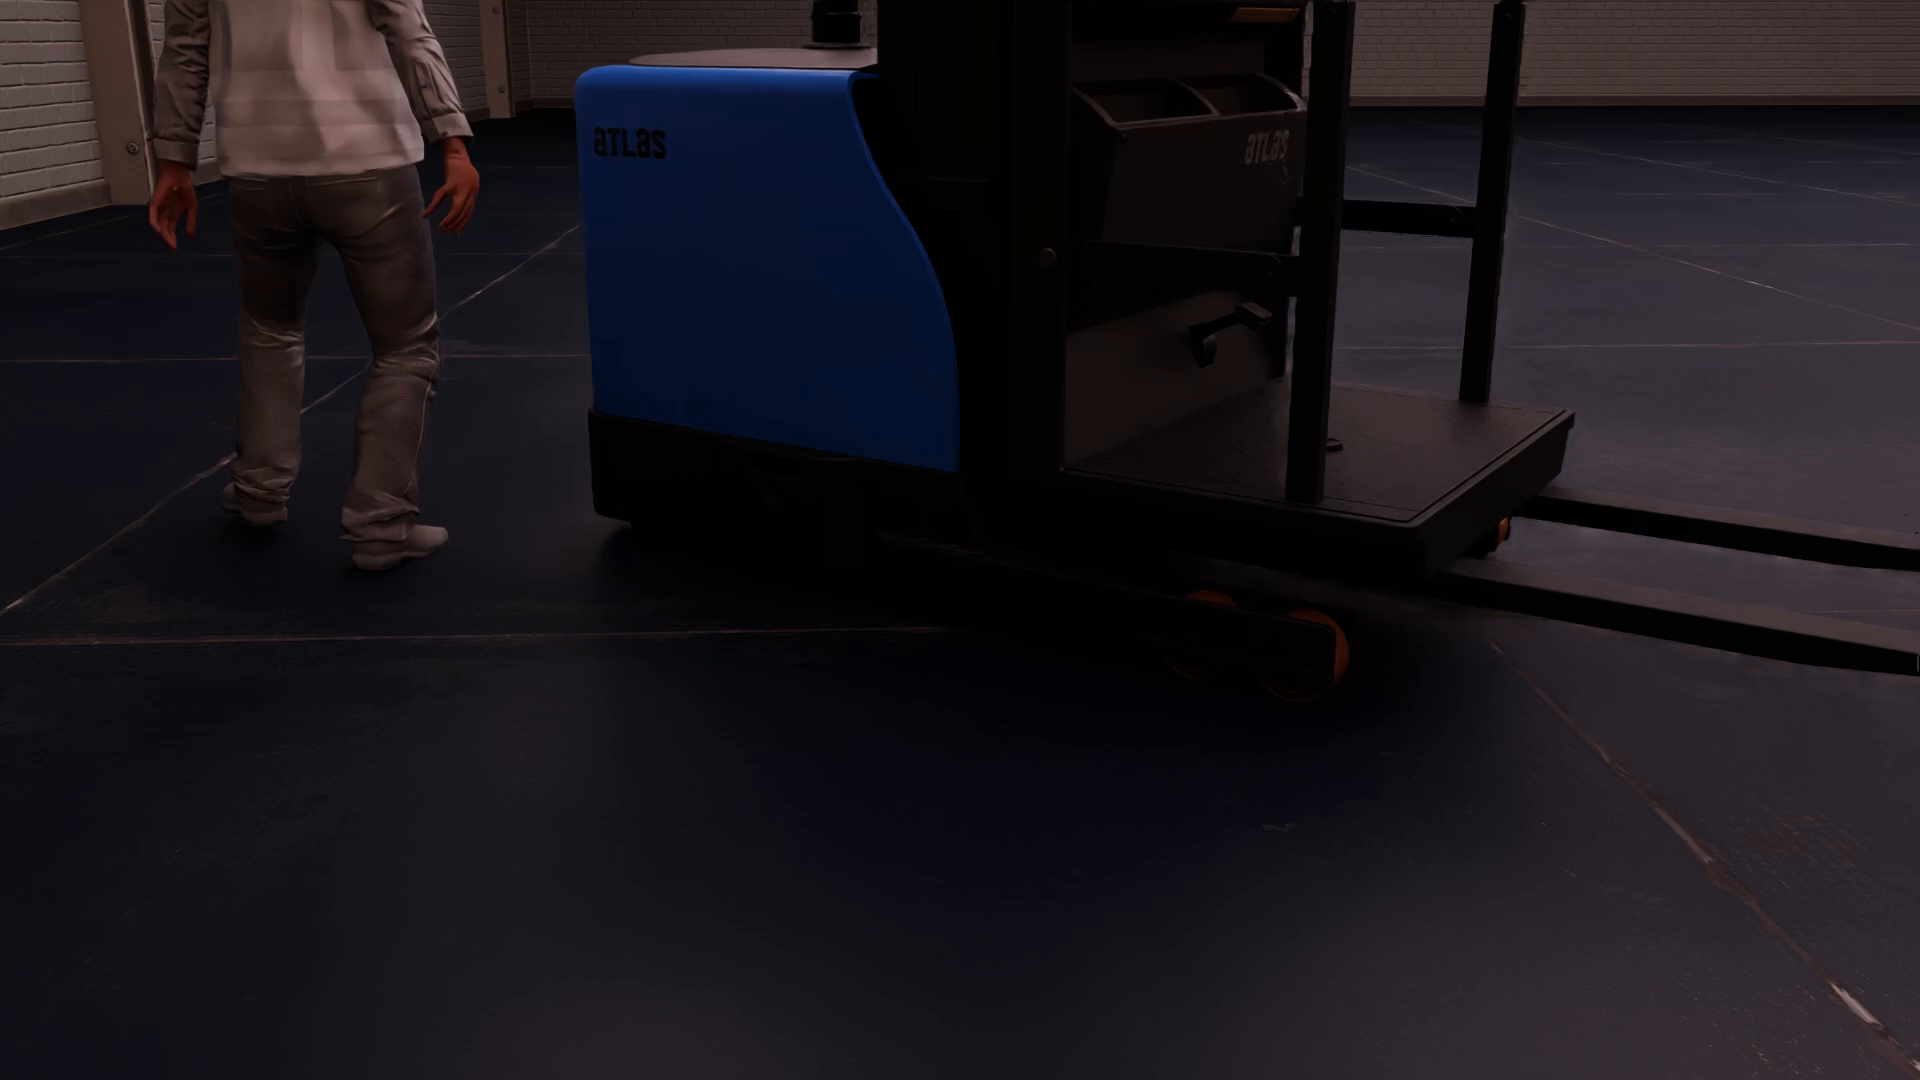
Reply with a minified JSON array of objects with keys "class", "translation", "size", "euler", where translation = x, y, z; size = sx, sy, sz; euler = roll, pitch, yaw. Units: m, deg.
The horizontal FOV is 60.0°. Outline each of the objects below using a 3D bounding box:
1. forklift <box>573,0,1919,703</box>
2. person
[{"class":"forklift","translation":[0.650,-1.288,3.118],"size":[3.031,2.935,1.130],"euler":[11,20,32]},{"class":"person","translation":[-1.405,-0.819,3.678],"size":[0.850,1.743,0.486],"euler":[4,18,14]}]
